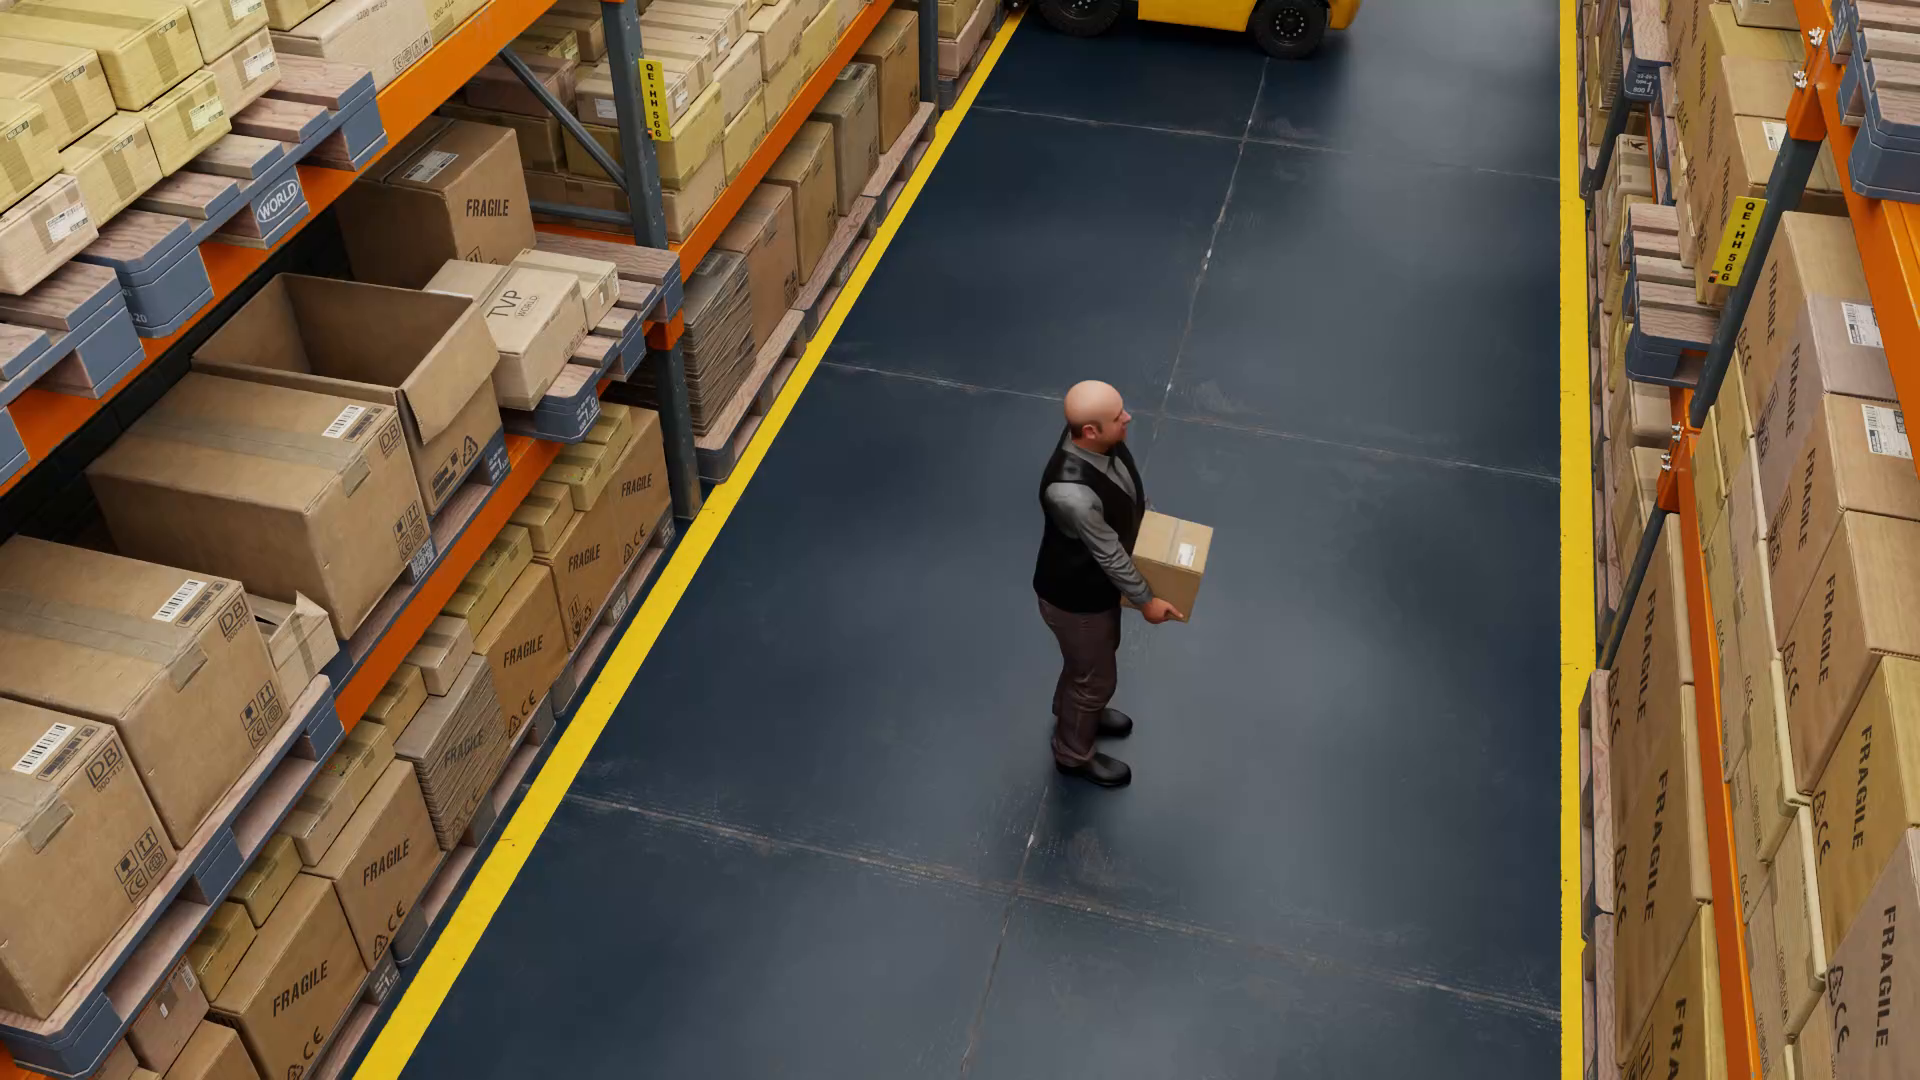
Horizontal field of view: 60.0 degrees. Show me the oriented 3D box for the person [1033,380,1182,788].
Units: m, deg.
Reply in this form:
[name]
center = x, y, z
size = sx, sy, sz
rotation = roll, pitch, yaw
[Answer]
[person]
center = 0.559, 0.166, 5.988
size = 0.527, 1.719, 0.495
rotation = 10, 42, 11
